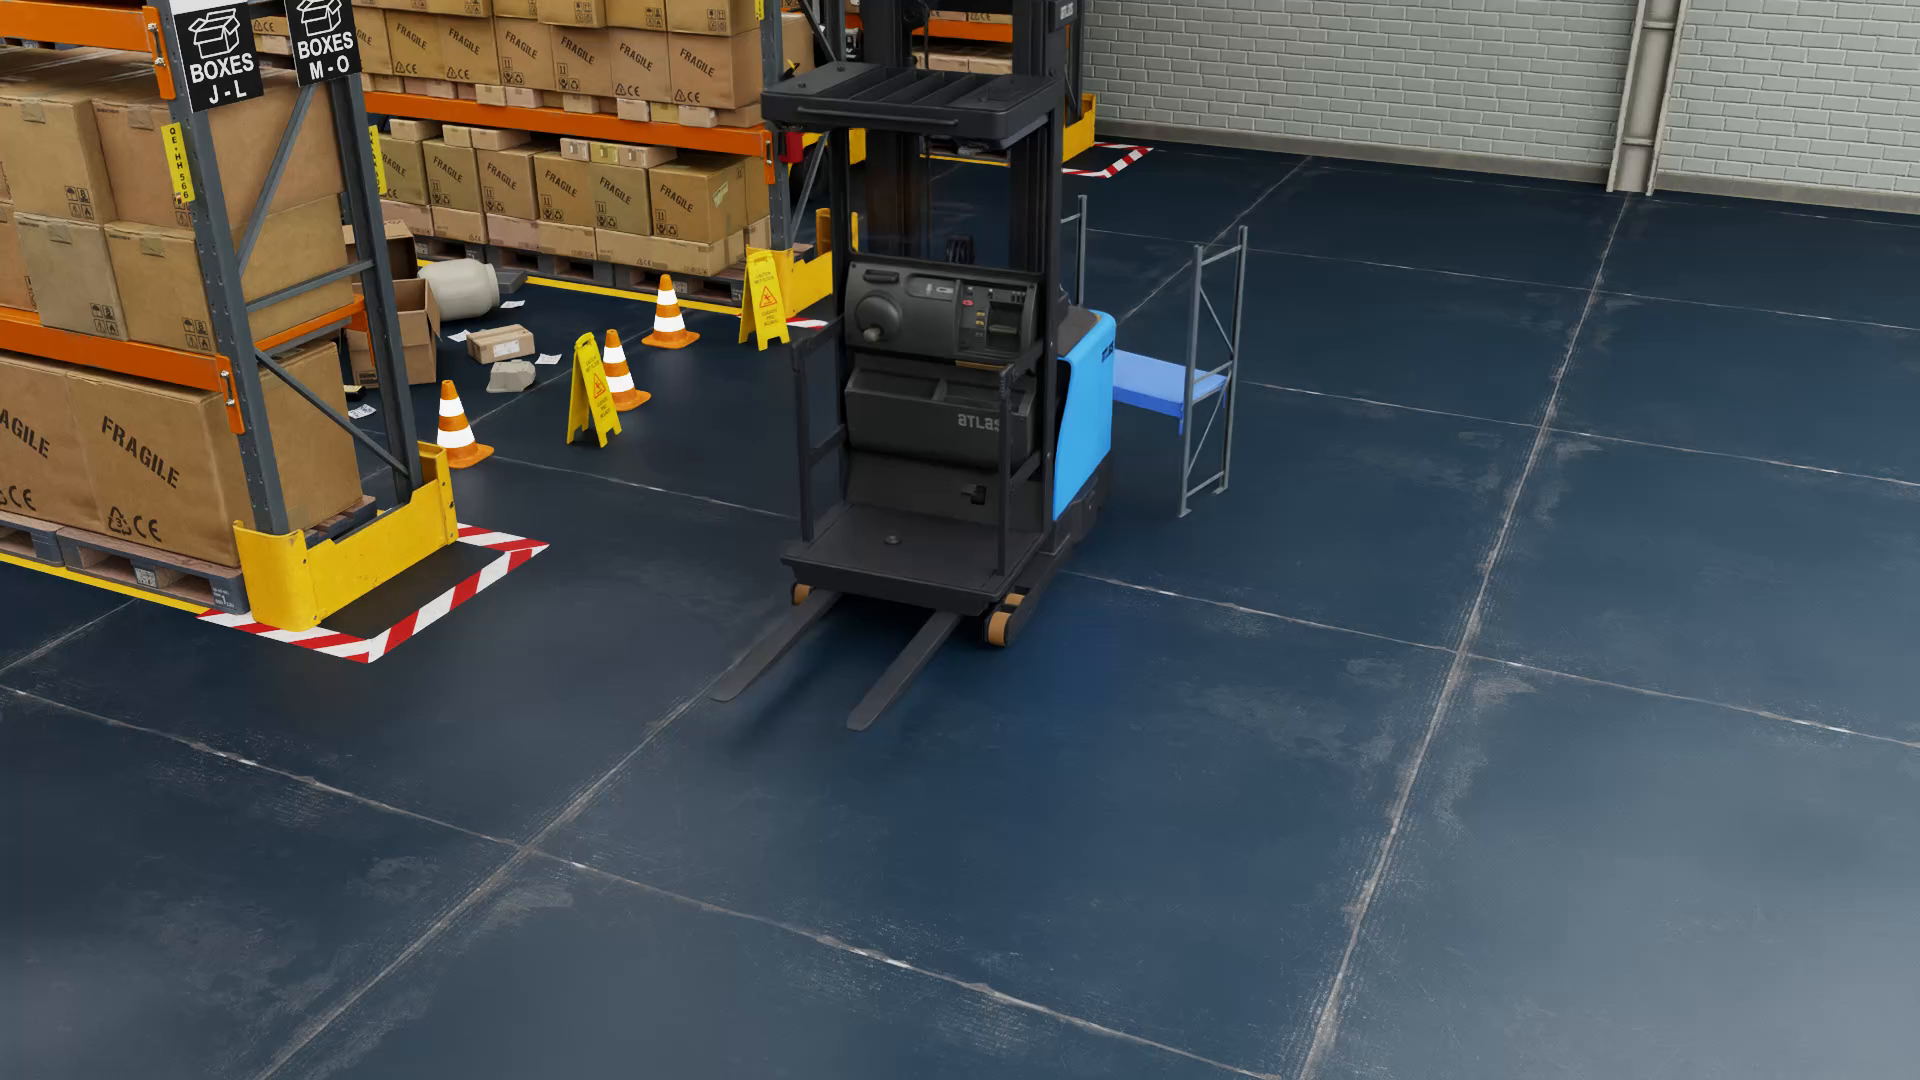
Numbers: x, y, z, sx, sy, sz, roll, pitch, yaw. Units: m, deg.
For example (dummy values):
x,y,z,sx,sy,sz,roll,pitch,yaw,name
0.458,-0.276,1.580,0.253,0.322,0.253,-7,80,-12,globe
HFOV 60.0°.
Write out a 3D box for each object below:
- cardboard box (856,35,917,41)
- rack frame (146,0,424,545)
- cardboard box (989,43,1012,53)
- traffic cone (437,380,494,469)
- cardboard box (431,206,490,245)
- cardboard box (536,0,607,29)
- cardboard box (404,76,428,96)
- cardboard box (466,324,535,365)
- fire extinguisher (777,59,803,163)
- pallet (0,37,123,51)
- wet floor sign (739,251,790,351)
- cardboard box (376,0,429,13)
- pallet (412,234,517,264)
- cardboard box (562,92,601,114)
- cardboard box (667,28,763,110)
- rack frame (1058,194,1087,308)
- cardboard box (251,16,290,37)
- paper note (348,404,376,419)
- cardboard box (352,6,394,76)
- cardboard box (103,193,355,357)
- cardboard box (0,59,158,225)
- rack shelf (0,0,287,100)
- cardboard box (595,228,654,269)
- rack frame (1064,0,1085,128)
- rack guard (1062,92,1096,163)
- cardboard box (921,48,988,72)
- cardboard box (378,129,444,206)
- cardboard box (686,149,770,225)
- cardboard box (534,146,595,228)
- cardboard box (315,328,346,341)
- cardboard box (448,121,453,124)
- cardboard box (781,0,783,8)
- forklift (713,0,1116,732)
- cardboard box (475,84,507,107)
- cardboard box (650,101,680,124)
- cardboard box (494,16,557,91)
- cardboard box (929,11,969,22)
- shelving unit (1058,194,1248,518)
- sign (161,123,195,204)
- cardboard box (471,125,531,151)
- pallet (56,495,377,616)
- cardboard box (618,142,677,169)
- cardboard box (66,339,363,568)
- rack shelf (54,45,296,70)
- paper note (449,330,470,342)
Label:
x,y,z,sx,sy,sz,roll,pitch,yaw,name
-0.766,-5.027,17.069,0.500,0.250,0.500,11,28,21,cardboard box
-3.045,-1.172,7.734,0.127,3.000,1.000,11,28,22,rack frame
0.604,-4.745,16.496,0.500,0.250,0.500,11,28,21,cardboard box
-2.940,-0.702,9.652,0.334,0.463,0.336,11,28,22,traffic cone
-3.813,-2.557,13.186,0.500,0.250,0.500,13,29,25,cardboard box
-2.608,-3.961,11.817,0.500,0.500,0.700,11,28,21,cardboard box
-4.069,-3.551,12.851,0.250,0.149,0.380,11,28,22,cardboard box
-3.116,-1.329,11.281,0.380,0.149,0.250,-18,31,-31,cardboard box
-1.174,-2.940,11.413,0.183,0.674,0.296,11,28,22,fire extinguisher
-7.677,-4.470,14.650,1.003,0.211,1.213,11,28,22,pallet
-1.358,-1.659,11.390,0.232,0.644,0.267,23,35,39,wet floor sign
-3.962,-4.269,12.443,0.500,0.500,0.700,12,28,22,cardboard box
-4.103,-2.552,13.695,1.213,0.211,1.003,11,28,22,pallet
-2.710,-3.256,12.252,0.250,0.149,0.380,11,28,21,cardboard box
-1.696,-3.347,11.703,0.500,0.500,0.500,11,28,21,cardboard box
0.539,-1.162,9.412,0.032,1.500,0.500,19,32,34,rack frame
-5.244,-4.271,13.104,0.500,0.500,0.500,11,28,21,cardboard box
-3.731,-0.801,10.344,0.142,0.017,0.144,23,35,39,paper note
-4.444,-3.898,12.821,0.500,0.500,0.500,11,28,22,cardboard box
-3.401,-1.289,7.802,0.550,0.550,0.875,11,28,22,cardboard box
-3.905,-1.871,7.761,0.550,0.550,0.875,11,28,22,cardboard box
-4.865,-2.561,7.973,4.000,0.370,1.077,11,28,22,rack shelf
-2.403,-2.273,12.608,0.500,0.250,0.500,11,28,22,cardboard box
0.964,-5.177,15.870,0.127,3.000,1.000,11,28,22,rack frame
0.985,-4.051,16.413,0.348,0.500,1.175,11,28,22,rack guard
-0.052,-4.630,16.265,0.500,0.250,0.500,12,29,23,cardboard box
-4.304,-2.987,13.209,0.500,0.500,0.500,13,29,24,cardboard box
-1.729,-2.735,12.697,0.500,0.500,0.500,10,28,20,cardboard box
-2.858,-2.703,12.632,0.500,0.500,0.500,11,28,21,cardboard box
-4.589,-1.592,11.261,0.503,0.637,0.797,11,28,22,cardboard box
-4.079,-3.203,13.648,0.500,0.500,0.500,11,28,21,cardboard box
-1.901,-5.679,16.775,0.500,0.500,0.500,12,29,23,cardboard box
-0.170,-1.025,7.513,1.130,2.935,3.031,10,28,19,forklift
-3.414,-3.375,12.494,0.250,0.149,0.380,12,28,22,cardboard box
-2.018,-3.108,11.950,0.250,0.149,0.380,11,28,21,cardboard box
-3.057,-3.634,12.285,0.500,0.500,0.500,12,29,22,cardboard box
-0.062,-5.305,16.016,0.500,0.500,0.500,12,29,23,cardboard box
0.939,-1.023,9.130,1.048,1.500,0.538,19,32,34,shelving unit
-3.282,-1.582,6.988,0.005,0.325,0.100,11,28,22,sign
-3.500,-3.090,12.684,0.250,0.149,0.380,13,29,25,cardboard box
-3.805,-0.036,8.583,1.213,0.211,1.003,11,28,22,pallet
-2.287,-2.845,12.186,0.250,0.149,0.380,12,29,23,cardboard box
-3.689,-0.504,8.309,0.875,0.875,0.875,12,28,22,cardboard box
-6.550,-3.955,14.202,4.000,0.370,1.077,11,28,22,rack shelf
-3.483,-1.432,11.636,0.142,0.019,0.148,23,35,39,paper note
